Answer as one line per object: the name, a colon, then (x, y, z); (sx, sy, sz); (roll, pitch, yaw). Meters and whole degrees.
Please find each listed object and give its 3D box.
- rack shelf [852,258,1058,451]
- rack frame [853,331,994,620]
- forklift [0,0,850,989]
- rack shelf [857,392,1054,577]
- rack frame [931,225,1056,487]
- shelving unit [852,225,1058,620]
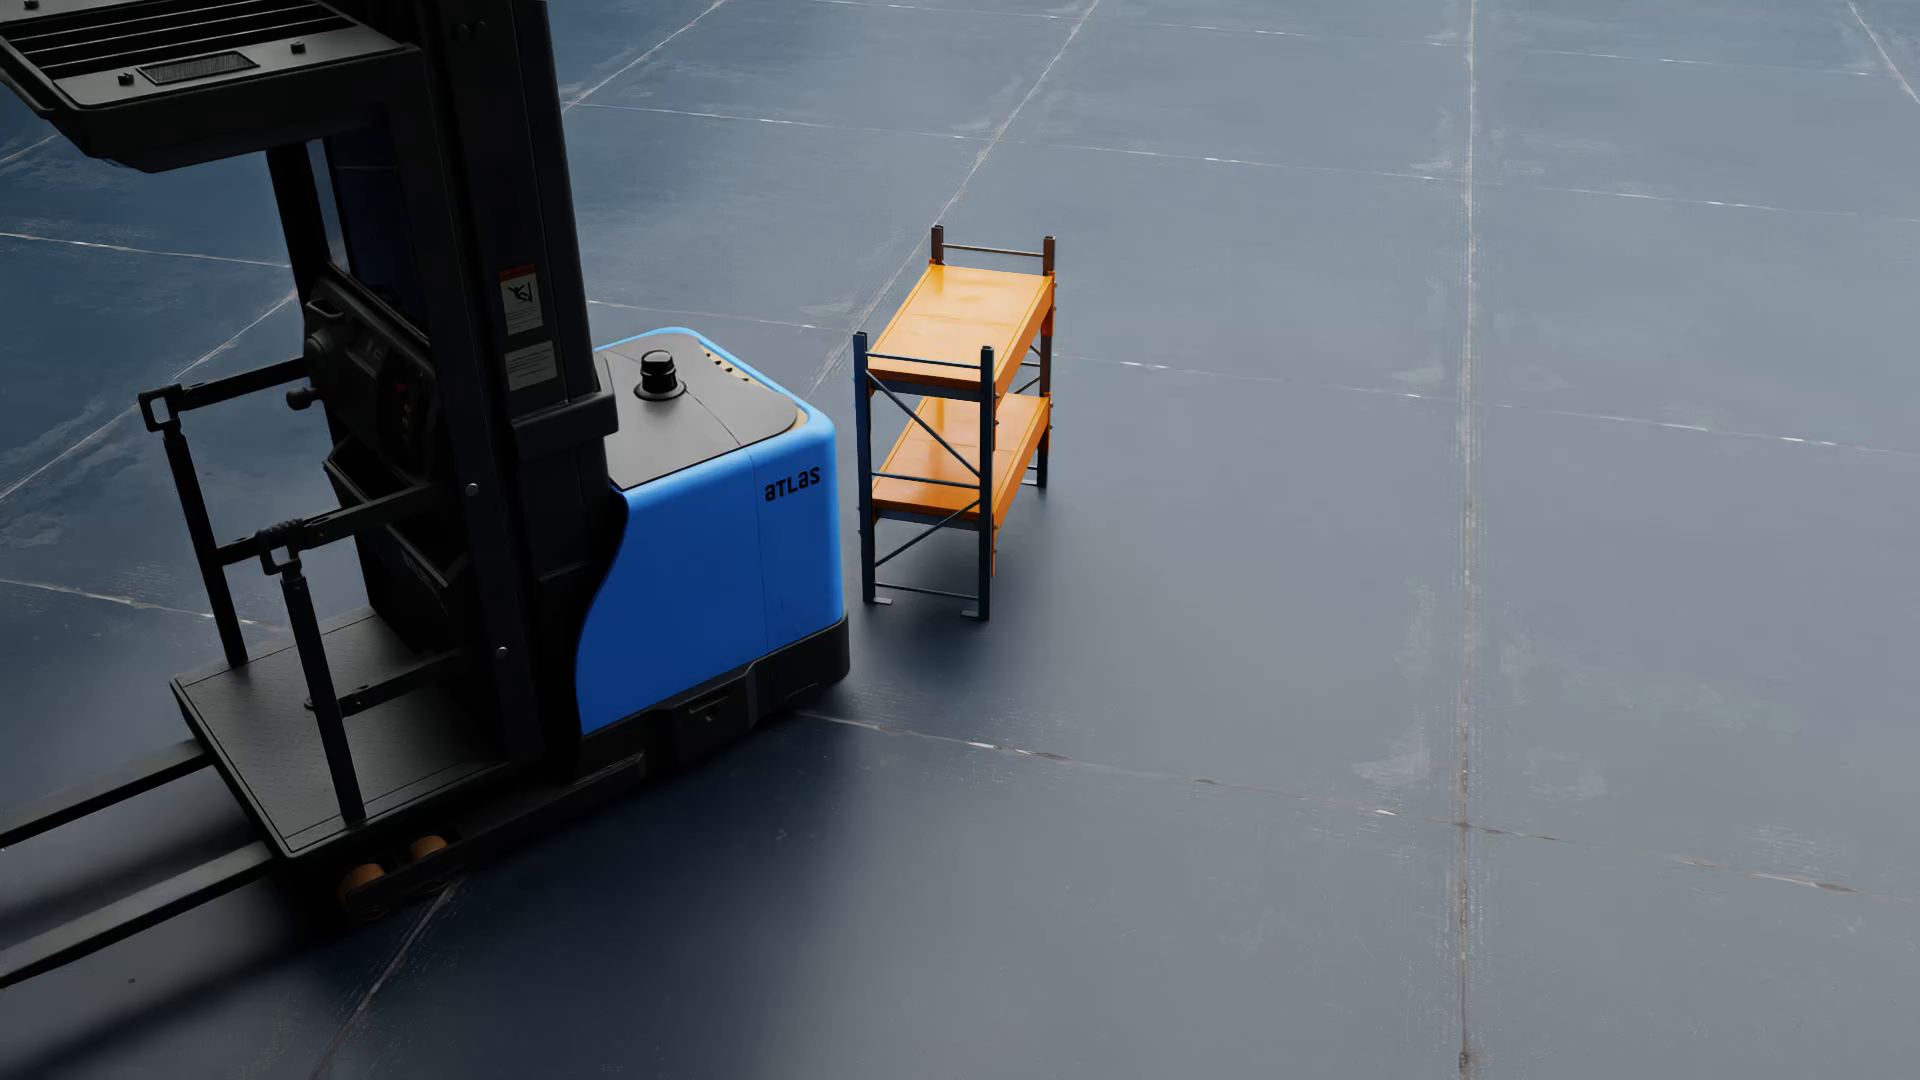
rack shelf: (0.002, -0.725, 6.297); (0.538, 0.278, 1.000); (8, 33, 12)
rack frame: (-0.127, -0.214, 6.039); (0.500, 1.125, 0.032); (8, 33, 12)
forklift: (-1.855, -0.422, 4.682); (3.031, 2.935, 1.130); (-23, 39, -32)
rack shelf: (0.002, -0.272, 6.585); (0.538, 0.278, 1.000); (8, 33, 12)
rack frame: (0.131, -0.742, 6.869); (0.500, 1.125, 0.032); (8, 33, 12)
shelving unit: (0.002, -0.478, 6.454); (0.538, 1.125, 1.048); (8, 33, 12)
